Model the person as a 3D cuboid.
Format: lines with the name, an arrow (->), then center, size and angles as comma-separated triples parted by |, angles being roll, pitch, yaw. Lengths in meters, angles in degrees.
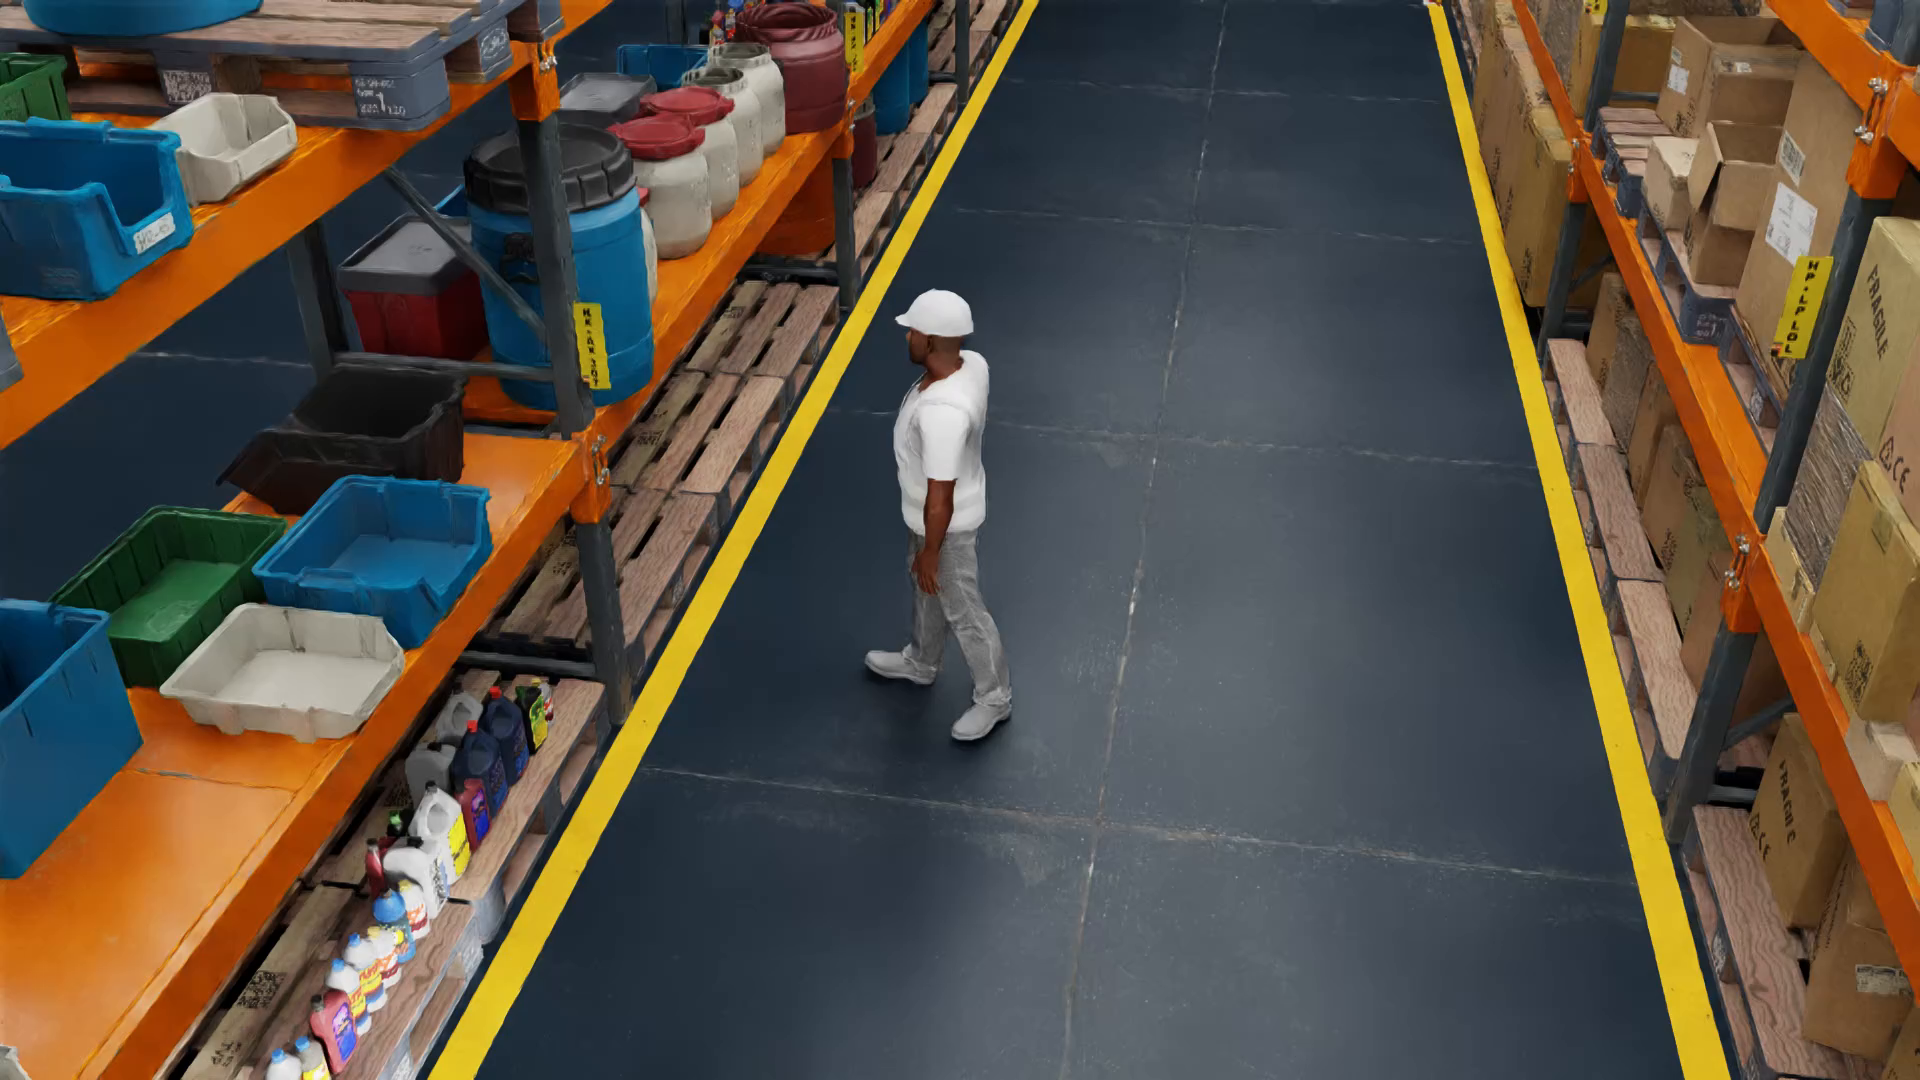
person -> -0.093, -0.140, 6.330 | 0.619, 1.767, 0.765 | 2, 32, 3
